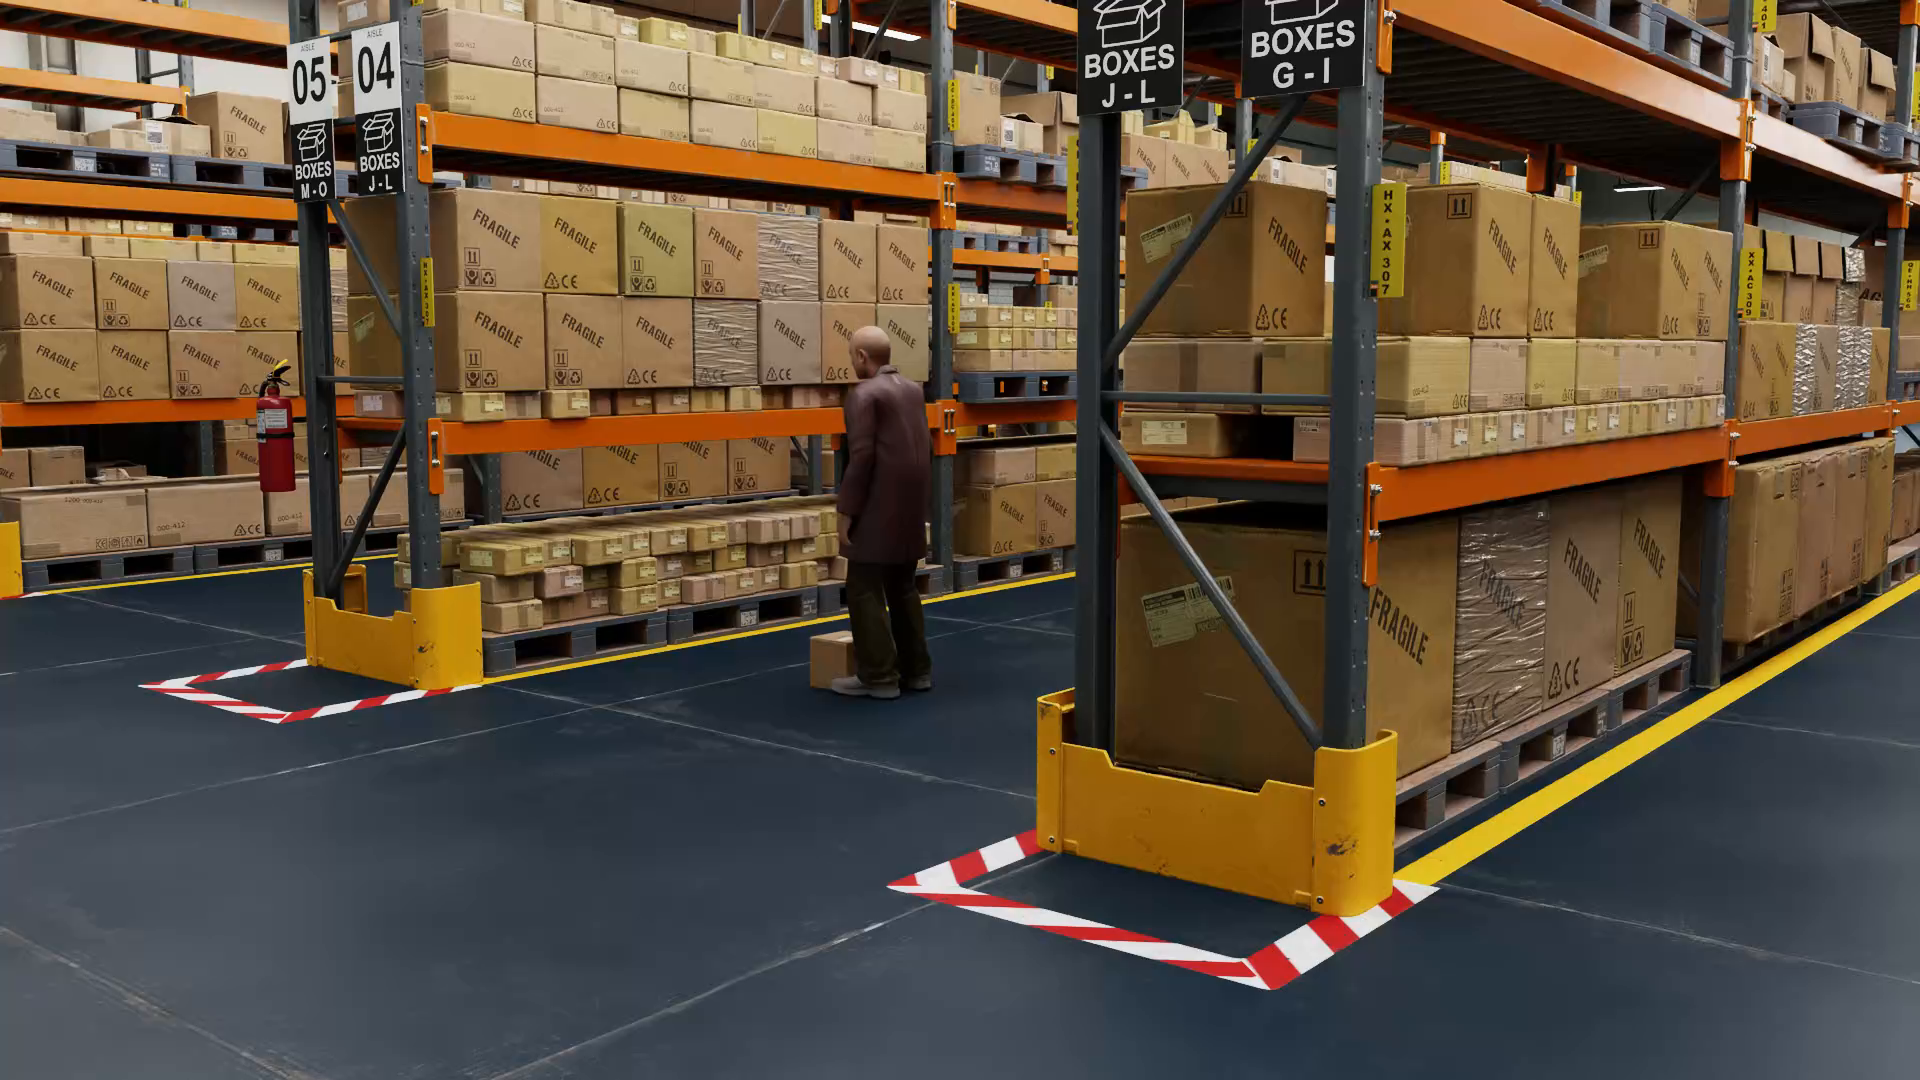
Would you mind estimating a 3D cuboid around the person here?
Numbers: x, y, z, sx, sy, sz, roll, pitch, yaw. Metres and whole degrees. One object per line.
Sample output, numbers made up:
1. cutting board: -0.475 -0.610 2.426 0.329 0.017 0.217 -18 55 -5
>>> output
1. person: -0.374 -0.138 7.998 0.429 1.772 0.647 5 8 35
